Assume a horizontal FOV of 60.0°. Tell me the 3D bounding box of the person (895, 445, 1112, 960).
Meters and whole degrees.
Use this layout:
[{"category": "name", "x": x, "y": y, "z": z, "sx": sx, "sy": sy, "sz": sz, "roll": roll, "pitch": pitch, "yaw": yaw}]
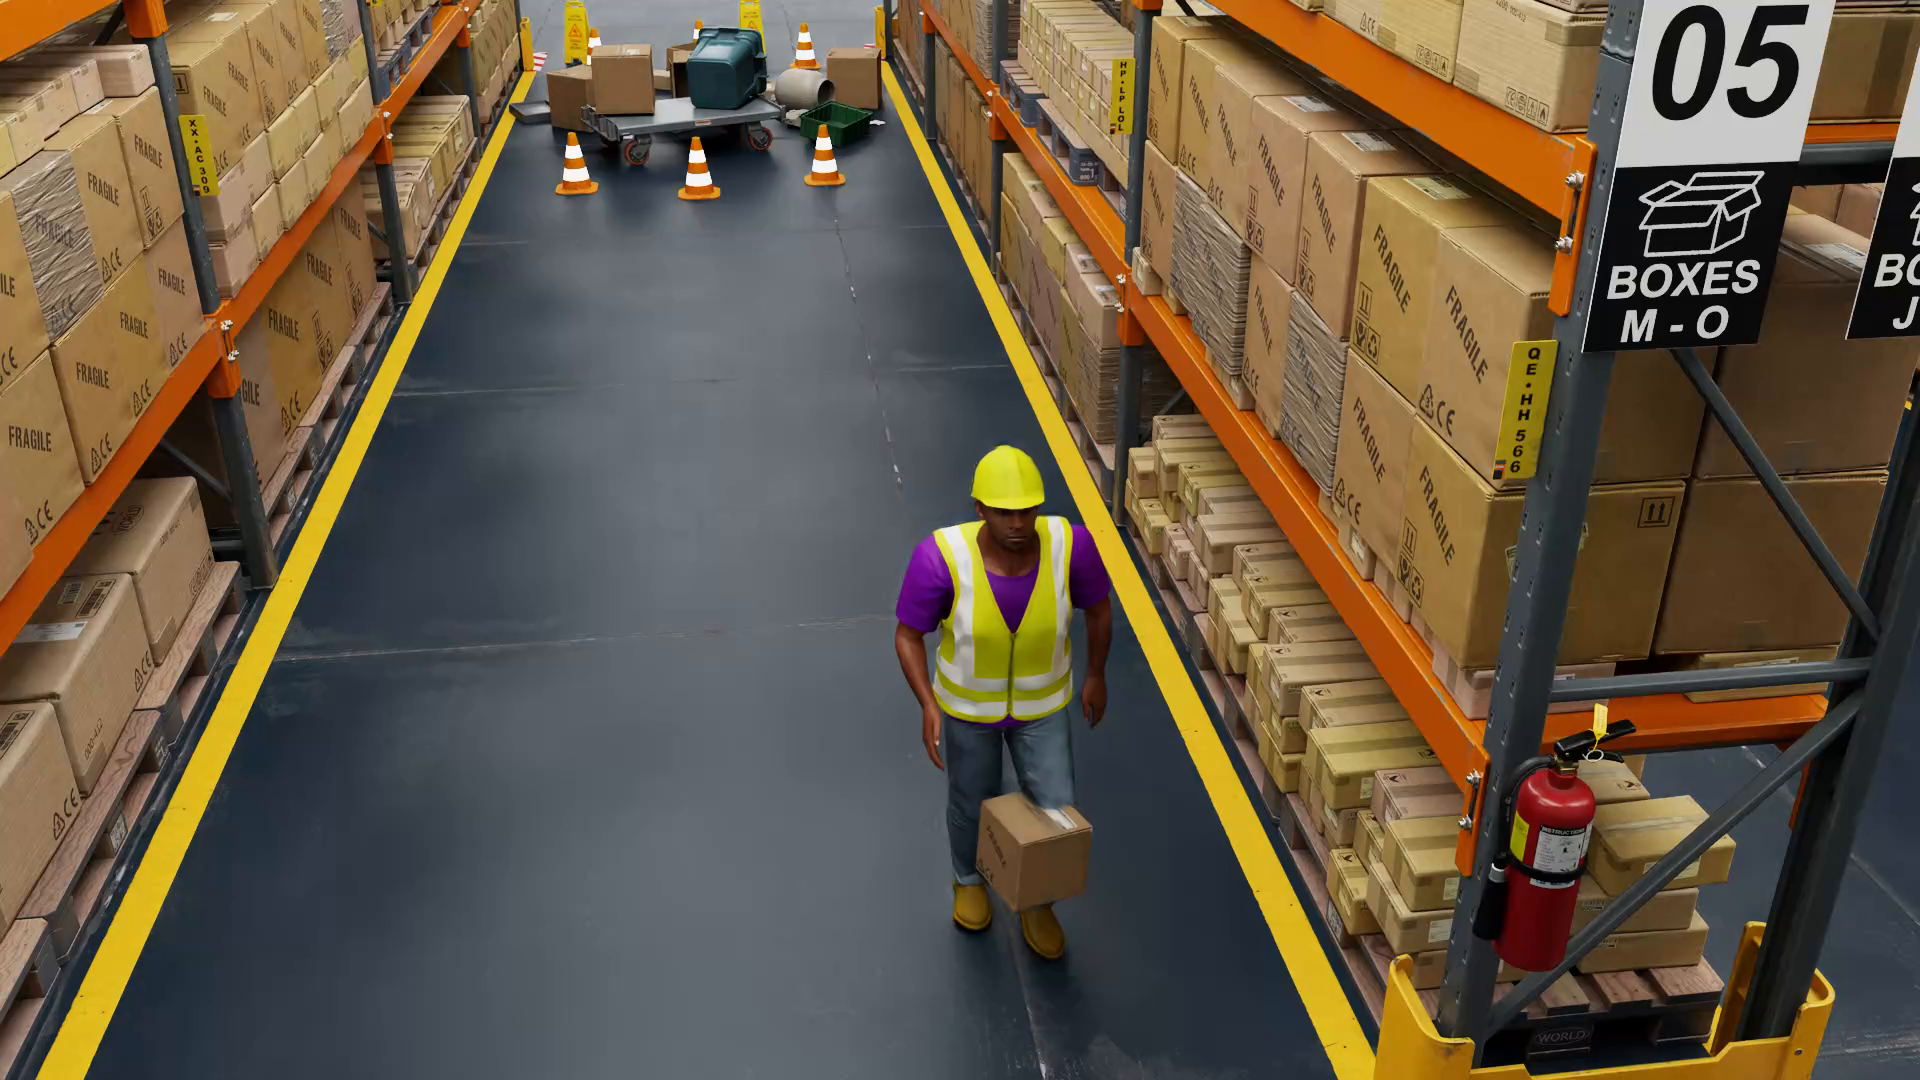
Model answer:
[{"category": "person", "x": 0.144, "y": 0.509, "z": 5.115, "sx": 0.680, "sy": 1.745, "sz": 0.590, "roll": -3, "pitch": 27, "yaw": -6}]
